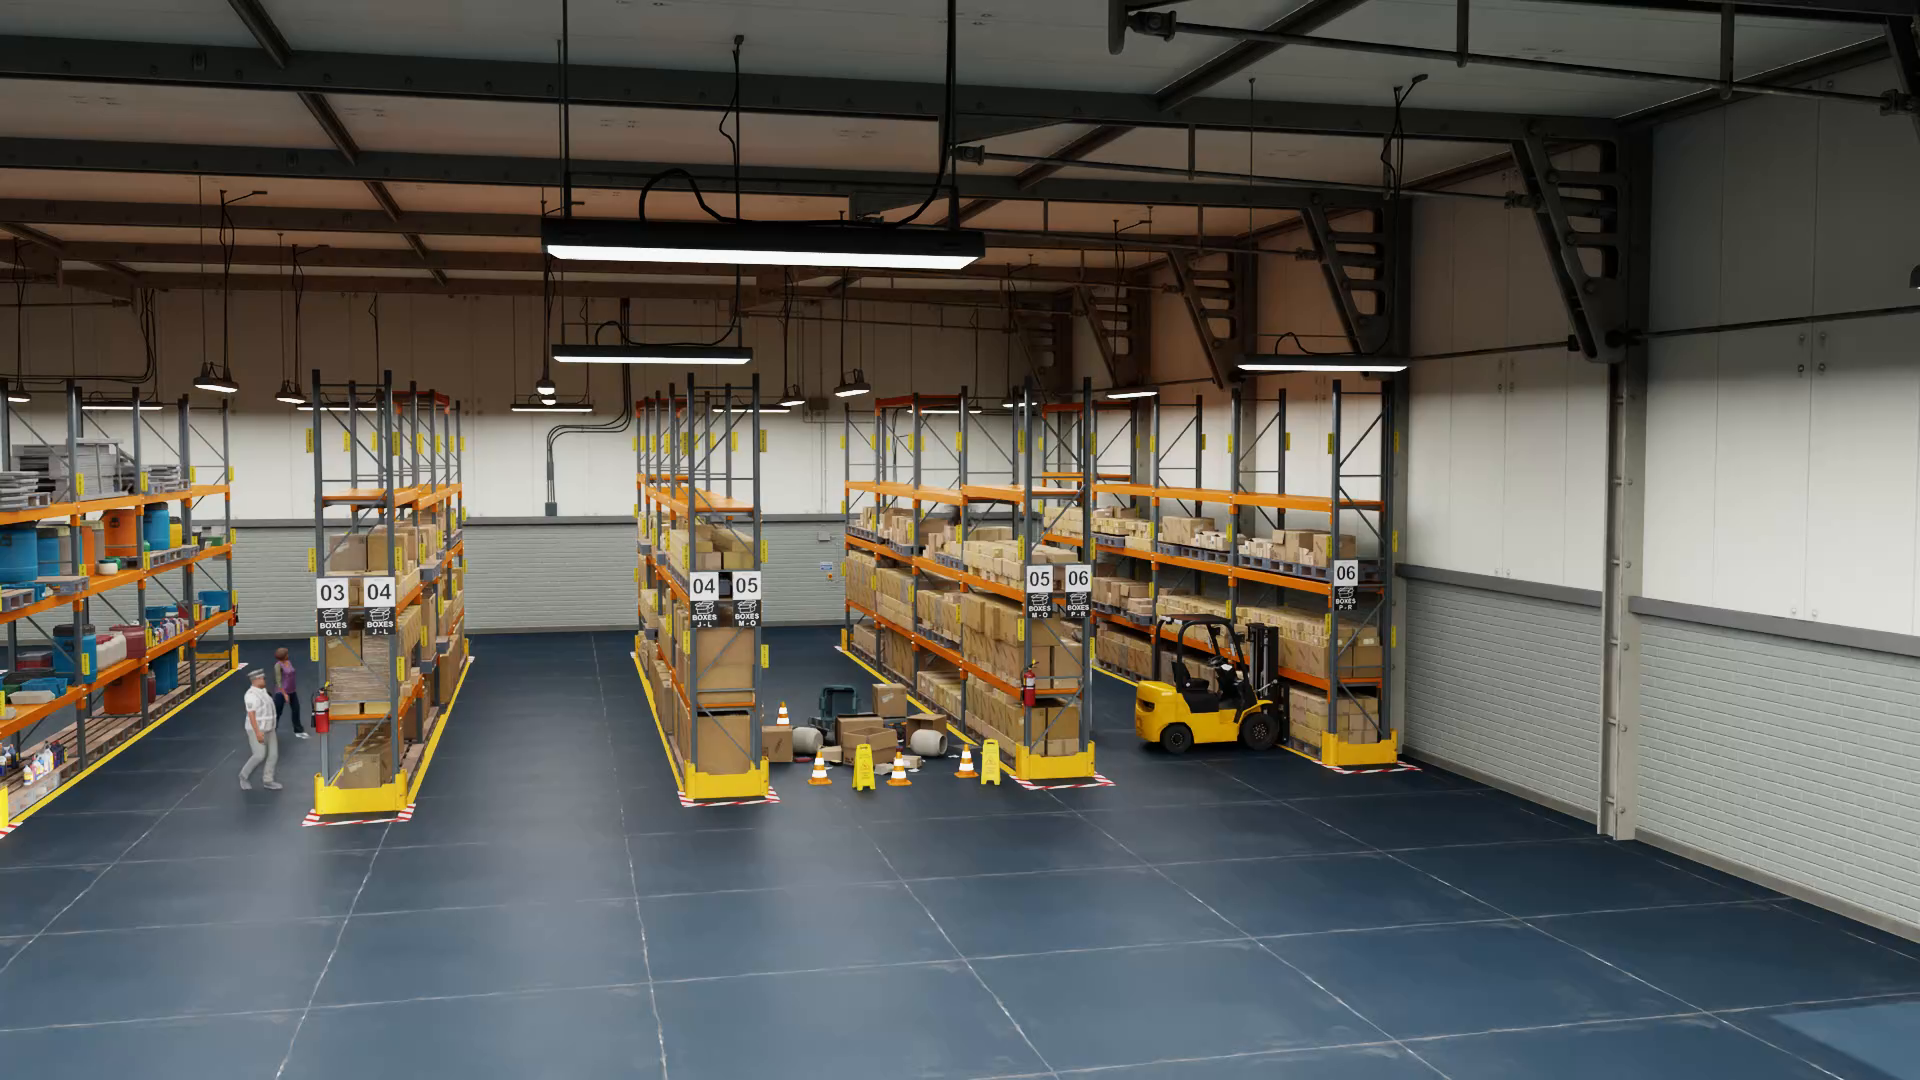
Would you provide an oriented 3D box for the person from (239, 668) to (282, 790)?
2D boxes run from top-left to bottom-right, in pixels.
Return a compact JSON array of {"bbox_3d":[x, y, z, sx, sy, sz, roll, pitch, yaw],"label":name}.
[{"bbox_3d":[-10.158,2.748,24.161,0.612,1.781,0.588,1,3,15],"label":"person"}]

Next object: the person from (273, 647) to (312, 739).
[{"bbox_3d":[-11.386,2.603,28.123,0.530,1.599,0.582,1,4,20],"label":"person"}]

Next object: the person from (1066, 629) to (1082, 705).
[{"bbox_3d":[2.009,2.456,30.159,0.655,1.709,0.612,-1,3,-9],"label":"person"}]
